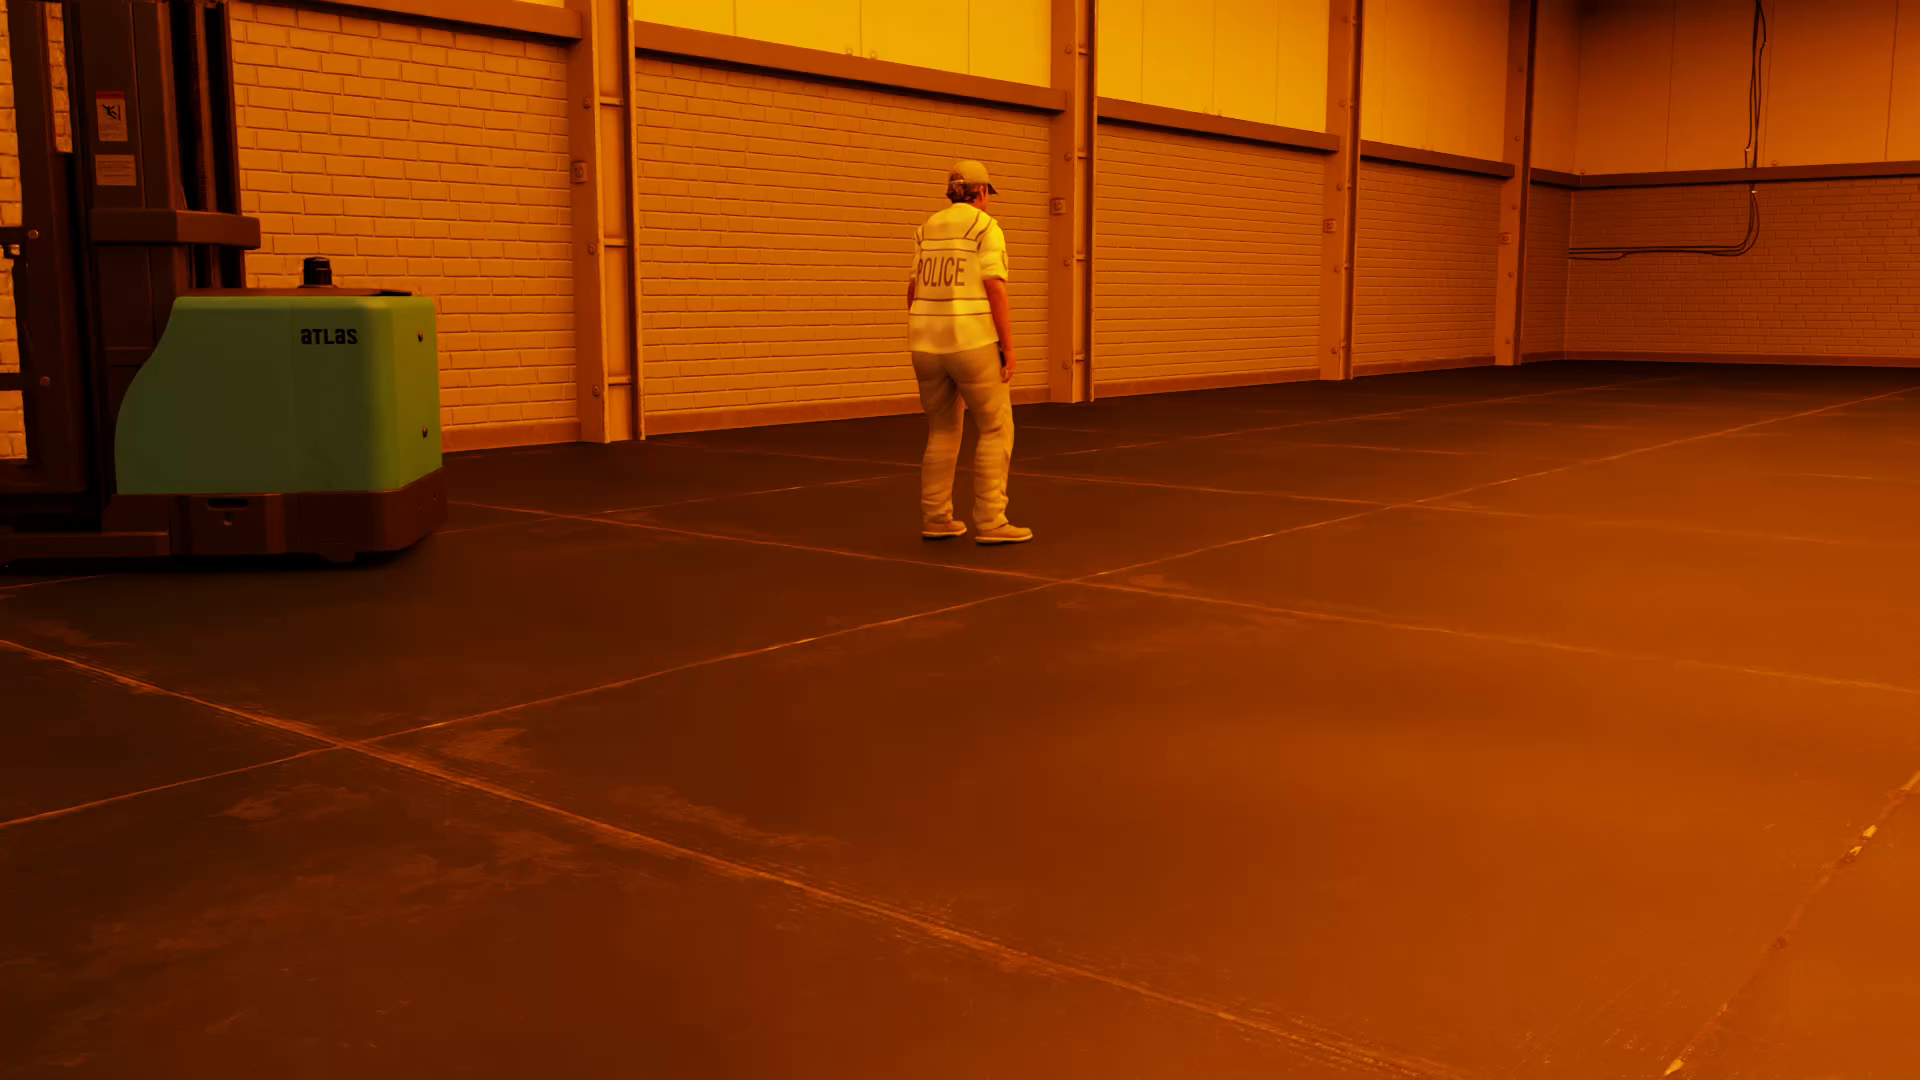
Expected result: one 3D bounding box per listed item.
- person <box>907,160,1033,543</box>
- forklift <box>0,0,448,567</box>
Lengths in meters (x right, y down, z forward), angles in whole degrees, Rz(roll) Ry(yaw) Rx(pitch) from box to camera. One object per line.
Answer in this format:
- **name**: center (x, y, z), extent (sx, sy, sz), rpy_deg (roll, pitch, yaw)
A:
- **person**: center (0.030, -0.828, 7.319), extent (0.546, 1.666, 0.466), rpy_deg (6, 10, 37)
- **forklift**: center (-3.779, -1.385, 6.748), extent (3.031, 2.935, 1.130), rpy_deg (-1, 8, -6)
